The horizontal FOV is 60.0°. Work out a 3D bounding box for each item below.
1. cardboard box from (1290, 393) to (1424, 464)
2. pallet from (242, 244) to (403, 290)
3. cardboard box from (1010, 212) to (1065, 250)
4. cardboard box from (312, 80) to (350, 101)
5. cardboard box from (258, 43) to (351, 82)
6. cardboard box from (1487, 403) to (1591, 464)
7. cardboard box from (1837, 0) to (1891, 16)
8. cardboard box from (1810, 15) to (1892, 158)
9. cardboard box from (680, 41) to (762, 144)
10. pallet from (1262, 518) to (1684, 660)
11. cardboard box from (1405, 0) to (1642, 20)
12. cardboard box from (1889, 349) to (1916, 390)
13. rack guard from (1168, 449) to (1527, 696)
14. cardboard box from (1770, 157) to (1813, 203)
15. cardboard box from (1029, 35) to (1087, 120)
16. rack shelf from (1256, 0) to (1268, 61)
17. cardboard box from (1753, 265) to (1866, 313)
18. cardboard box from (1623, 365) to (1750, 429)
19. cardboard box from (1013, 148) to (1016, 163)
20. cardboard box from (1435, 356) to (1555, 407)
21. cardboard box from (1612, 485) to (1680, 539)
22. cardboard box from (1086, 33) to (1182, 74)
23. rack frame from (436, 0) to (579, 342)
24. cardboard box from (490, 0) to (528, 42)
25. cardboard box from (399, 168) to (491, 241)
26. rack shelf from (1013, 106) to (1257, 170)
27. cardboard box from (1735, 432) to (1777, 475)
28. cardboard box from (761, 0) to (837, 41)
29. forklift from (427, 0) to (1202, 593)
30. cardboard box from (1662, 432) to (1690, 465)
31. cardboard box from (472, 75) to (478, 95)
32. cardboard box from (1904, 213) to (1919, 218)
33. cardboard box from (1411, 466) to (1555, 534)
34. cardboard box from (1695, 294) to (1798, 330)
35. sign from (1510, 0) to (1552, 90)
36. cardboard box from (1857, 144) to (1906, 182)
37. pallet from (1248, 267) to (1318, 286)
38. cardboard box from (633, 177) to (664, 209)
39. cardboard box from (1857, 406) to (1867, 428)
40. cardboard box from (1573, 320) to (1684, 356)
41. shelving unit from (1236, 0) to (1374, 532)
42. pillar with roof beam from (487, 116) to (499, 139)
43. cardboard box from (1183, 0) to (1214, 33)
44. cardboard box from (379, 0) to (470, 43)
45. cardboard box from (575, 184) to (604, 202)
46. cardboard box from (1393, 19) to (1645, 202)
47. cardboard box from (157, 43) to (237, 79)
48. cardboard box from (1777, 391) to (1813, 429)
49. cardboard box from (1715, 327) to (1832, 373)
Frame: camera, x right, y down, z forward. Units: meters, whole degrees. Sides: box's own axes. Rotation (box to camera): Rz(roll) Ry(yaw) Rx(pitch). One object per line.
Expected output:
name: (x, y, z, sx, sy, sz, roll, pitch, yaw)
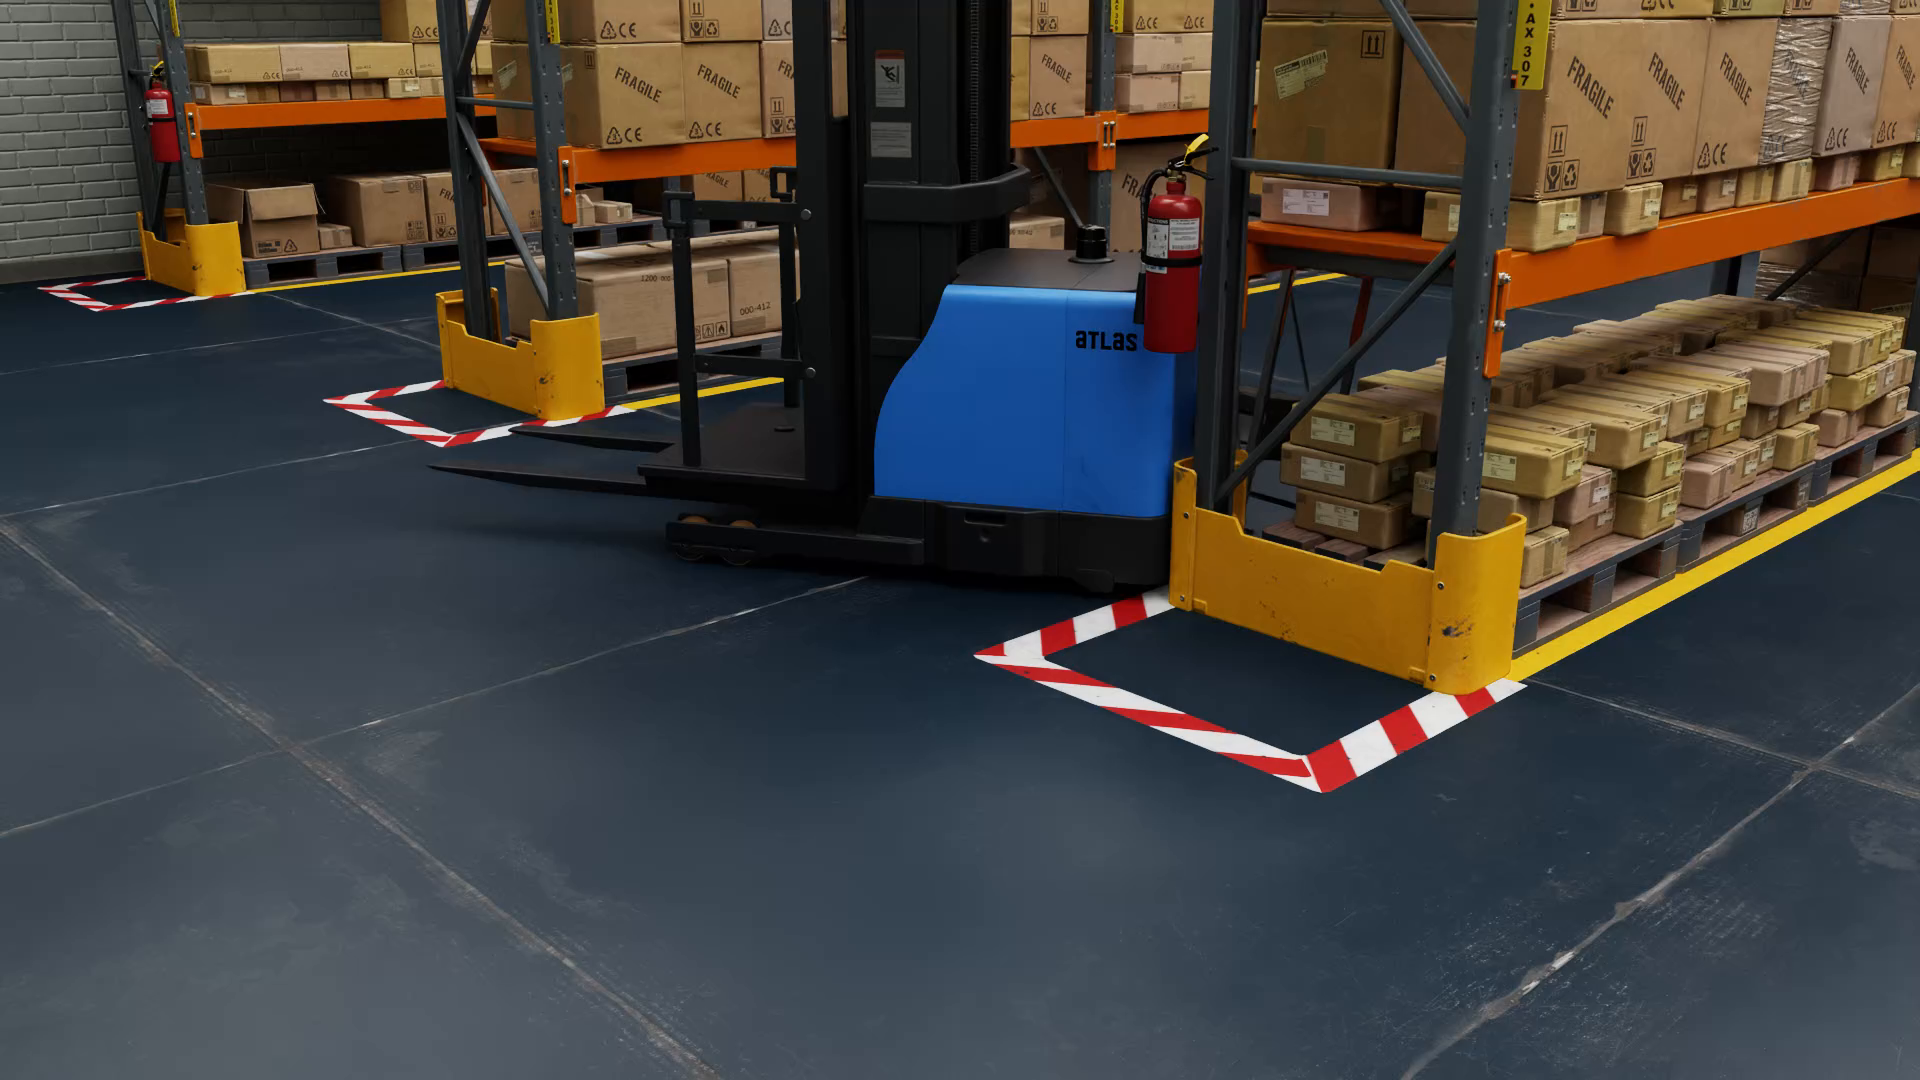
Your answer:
cardboard box: (1.384, -0.394, 5.813, 0.250, 0.149, 0.380, -16, 24, -40)
pallet: (-5.080, -2.157, 12.794, 1.213, 0.211, 1.003, -16, 24, -41)
cardboard box: (0.075, -1.906, 10.973, 0.875, 0.438, 0.875, -17, 24, -42)
cardboard box: (-4.741, -3.354, 12.374, 0.250, 0.149, 0.380, -15, 23, -39)
cardboard box: (-4.833, -3.511, 12.210, 0.500, 0.250, 0.500, -16, 24, -40)
cardboard box: (1.905, -0.345, 5.663, 0.250, 0.149, 0.380, -16, 24, -40)
cardboard box: (3.170, -2.234, 6.247, 0.500, 0.500, 0.500, -15, 24, -39)
cardboard box: (3.182, -1.754, 6.388, 0.500, 0.500, 0.500, -16, 24, -41)
cardboard box: (-1.407, -2.385, 8.814, 0.500, 0.500, 0.500, -17, 24, -42)
pallet: (1.843, 0.048, 5.995, 1.213, 0.211, 1.003, -16, 24, -41)
cardboard box: (1.682, -1.799, 4.904, 0.500, 0.500, 0.500, -16, 24, -41)
cardboard box: (4.069, -0.793, 7.527, 0.250, 0.149, 0.380, -16, 24, -40)
rack guard: (1.228, 0.075, 5.444, 0.348, 0.500, 1.175, -16, 24, -41)
cardboard box: (2.946, -1.366, 6.242, 0.250, 0.149, 0.380, -16, 24, -40)
cardboard box: (0.444, -2.926, 10.483, 0.500, 0.500, 0.500, -16, 24, -40)
rack shelf: (1.340, -1.694, 6.024, 0.480, 0.518, 0.431, 1, 13, -42)
cardboard box: (4.444, -1.170, 8.602, 0.500, 0.500, 0.500, -17, 24, -42)
cardboard box: (2.730, -0.543, 6.274, 0.250, 0.149, 0.380, -16, 24, -40)
cardboard box: (0.561, -4.192, 17.721, 0.625, 0.625, 0.875, -15, 23, -39)
cardboard box: (2.095, -0.628, 6.534, 0.250, 0.149, 0.380, -15, 23, -39)
cardboard box: (2.344, -0.139, 5.991, 0.250, 0.149, 0.380, -16, 24, -40)
cardboard box: (1.119, -3.230, 11.017, 0.500, 0.250, 0.500, 17, 25, 42)
rack frame: (-2.301, -2.186, 8.364, 0.127, 3.000, 1.000, -16, 24, -41)
cardboard box: (-2.115, -2.865, 8.674, 0.500, 0.500, 0.500, -15, 23, -39)
cardboard box: (-4.104, -2.679, 13.256, 0.500, 0.500, 0.500, -16, 24, -40)
rack shelf: (2.058, -3.116, 12.397, 4.000, 0.370, 1.077, -16, 24, -41)
cardboard box: (3.041, -0.371, 6.706, 0.250, 0.149, 0.380, -16, 24, -40)
cardboard box: (-1.018, -2.969, 8.996, 0.500, 0.500, 0.500, -16, 24, -41)
forklift: (-0.597, -1.448, 6.200, 3.031, 2.935, 1.130, 5, 19, 16)
cardboard box: (2.473, -0.362, 6.196, 0.380, 0.149, 0.250, 16, 24, 41)
cardboard box: (-3.999, -3.579, 13.067, 0.250, 0.149, 0.380, -16, 24, -41)
cardboard box: (4.830, -1.634, 8.817, 0.500, 0.250, 0.500, -15, 23, -38)
cardboard box: (1.730, -0.137, 5.503, 0.250, 0.149, 0.380, -15, 23, -39)
cardboard box: (3.687, -1.046, 7.825, 0.250, 0.149, 0.380, -15, 23, -39)
sign: (1.546, -1.389, 4.501, 0.005, 0.325, 0.100, -16, 24, -41)
cardboard box: (3.685, -1.591, 6.937, 0.250, 0.149, 0.380, -15, 23, -39)
pallet: (2.001, -2.148, 12.766, 1.213, 0.211, 1.003, -16, 24, -41)
cardboard box: (-2.654, -3.327, 15.253, 0.500, 0.500, 0.500, -16, 24, -41)
cardboard box: (3.782, -0.594, 7.394, 0.250, 0.149, 0.380, -15, 23, -39)
cardboard box: (2.881, -0.840, 7.190, 0.250, 0.149, 0.380, -16, 24, -40)
shelving unit: (1.221, -1.027, 6.139, 0.503, 2.100, 0.431, 1, 13, -42)
pillar with roof beam: (-0.975, -6.089, 10.674, 0.400, 9.000, 9.100, -16, 24, -41)
cardboard box: (1.473, -3.700, 11.250, 0.500, 0.500, 0.500, -16, 24, -41)
cardboard box: (-4.110, -4.078, 12.745, 0.500, 0.500, 0.500, -15, 24, -39)
cardboard box: (-3.450, -2.979, 14.489, 0.500, 0.311, 0.500, -15, 23, -39)
cardboard box: (1.689, -1.321, 5.050, 0.500, 0.500, 0.500, -15, 23, -38)
cardboard box: (-5.562, -3.525, 12.254, 0.500, 0.250, 0.500, -15, 23, -39)
cardboard box: (3.277, -0.583, 6.878, 0.250, 0.149, 0.380, -16, 24, -40)
cardboard box: (3.423, -0.784, 7.016, 0.250, 0.149, 0.380, -15, 23, -39)
